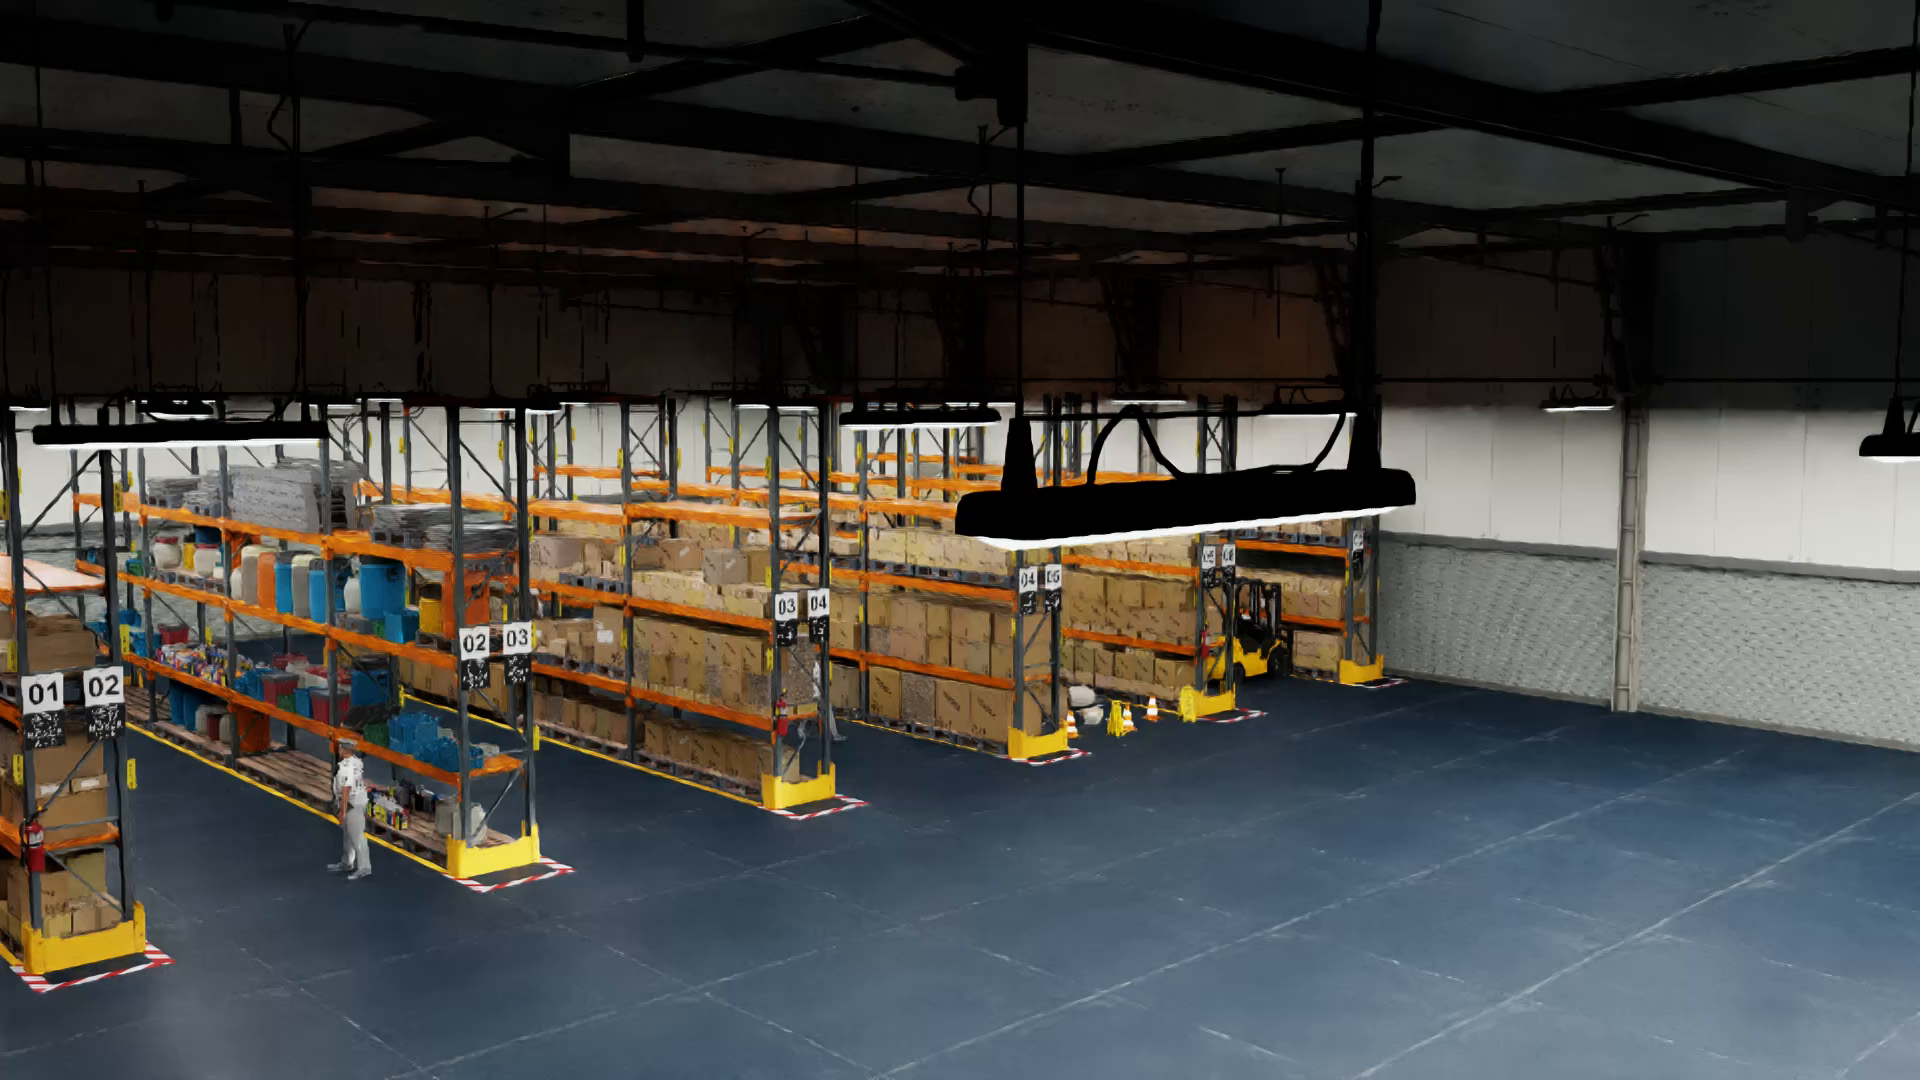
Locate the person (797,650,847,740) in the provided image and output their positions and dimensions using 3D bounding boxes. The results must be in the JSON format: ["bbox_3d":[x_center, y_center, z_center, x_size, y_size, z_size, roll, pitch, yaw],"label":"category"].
[{"bbox_3d":[-2.464,2.704,29.092,0.499,1.587,1.074,-5,8,-45],"label":"person"}]

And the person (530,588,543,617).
[{"bbox_3d":[-9.268,1.928,36.209,0.544,1.788,0.626,-3,6,-26],"label":"person"}]

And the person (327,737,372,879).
[{"bbox_3d":[-7.822,3.395,21.226,0.586,1.748,0.654,-1,6,-11],"label":"person"}]
